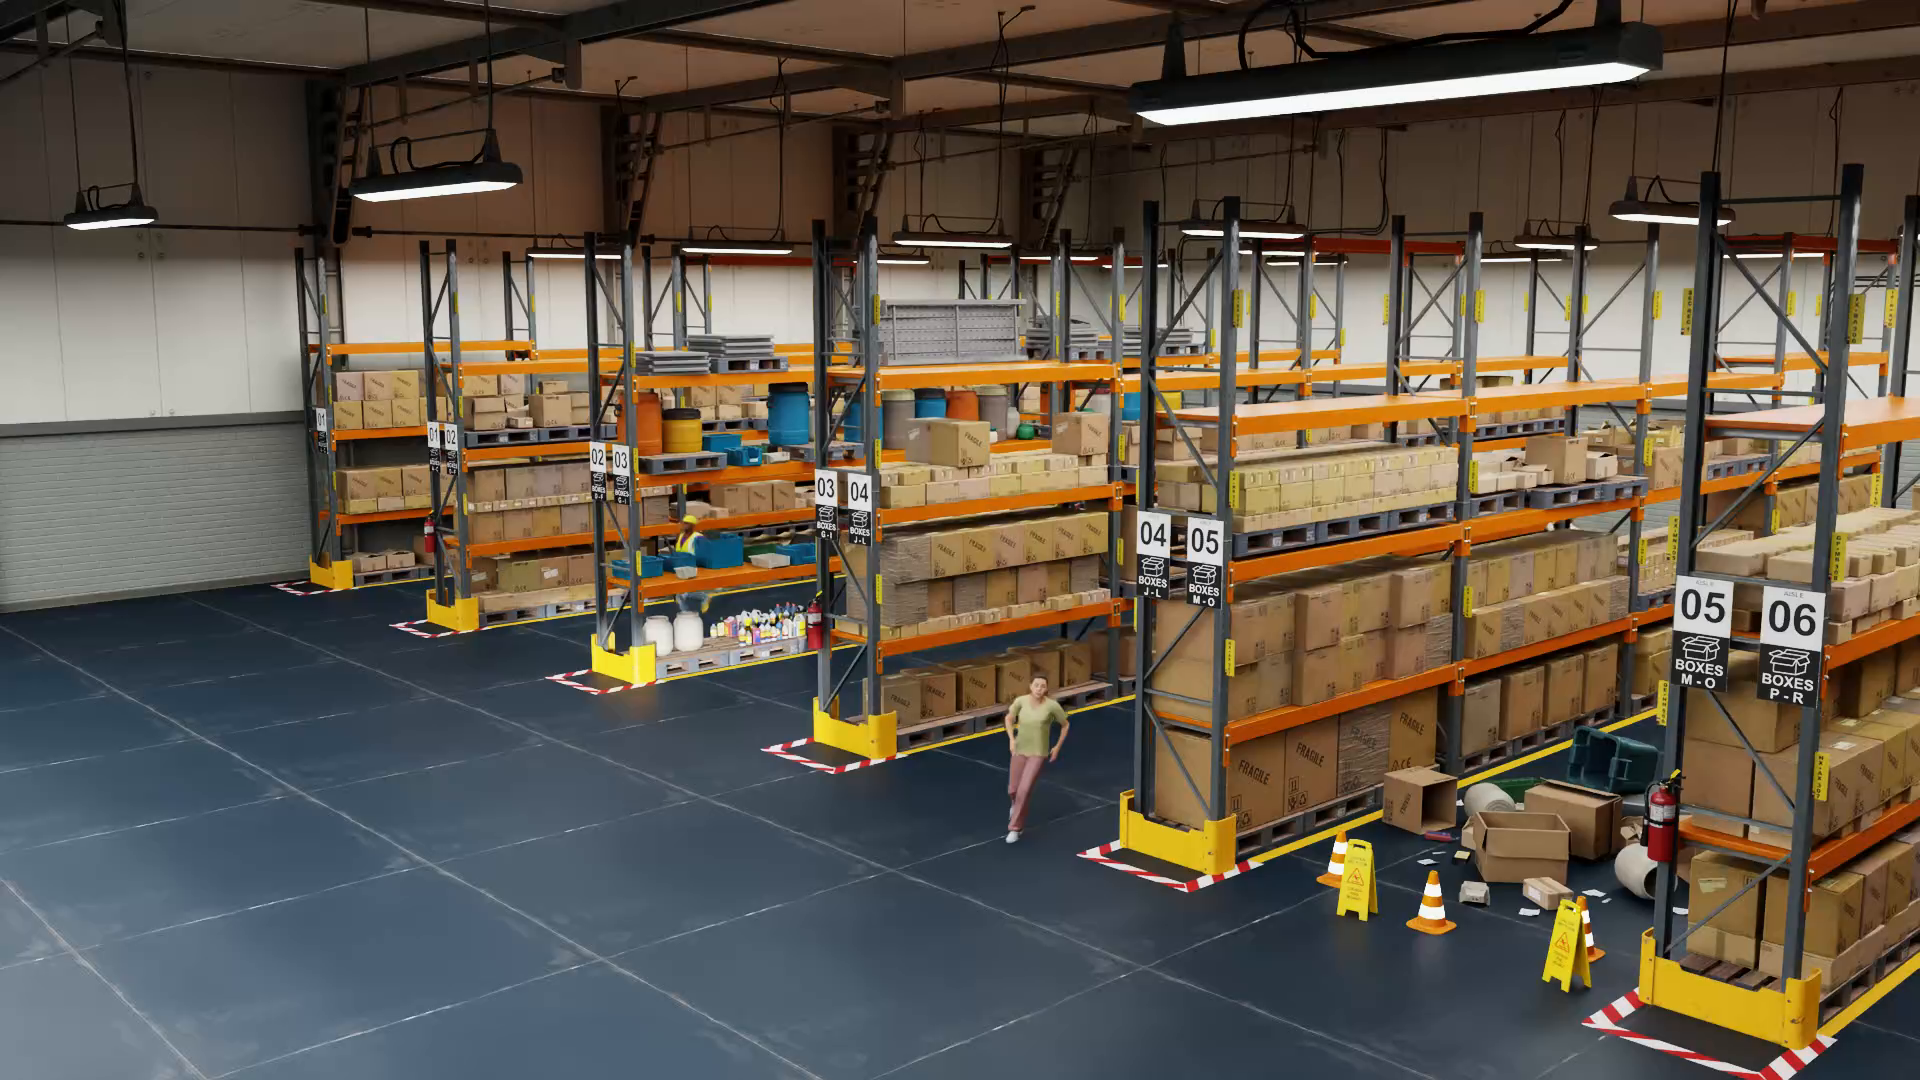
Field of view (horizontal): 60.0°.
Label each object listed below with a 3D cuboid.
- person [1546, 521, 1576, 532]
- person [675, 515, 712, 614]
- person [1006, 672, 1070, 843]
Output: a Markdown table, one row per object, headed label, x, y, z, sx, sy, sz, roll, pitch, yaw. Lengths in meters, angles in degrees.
| label | x | y | z | sx | sy | sz | roll | pitch | yaw |
| --- | --- | --- | --- | --- | --- | --- | --- | --- | --- |
| person | 9.862 | 0.328 | 27.256 | 0.687 | 1.748 | 0.939 | 7 | 11 | 41 |
| person | -4.224 | 0.458 | 26.092 | 0.702 | 1.724 | 0.598 | 6 | 11 | 37 |
| person | 0.745 | 2.046 | 16.000 | 0.625 | 1.640 | 0.683 | 2 | 9 | 13 |
